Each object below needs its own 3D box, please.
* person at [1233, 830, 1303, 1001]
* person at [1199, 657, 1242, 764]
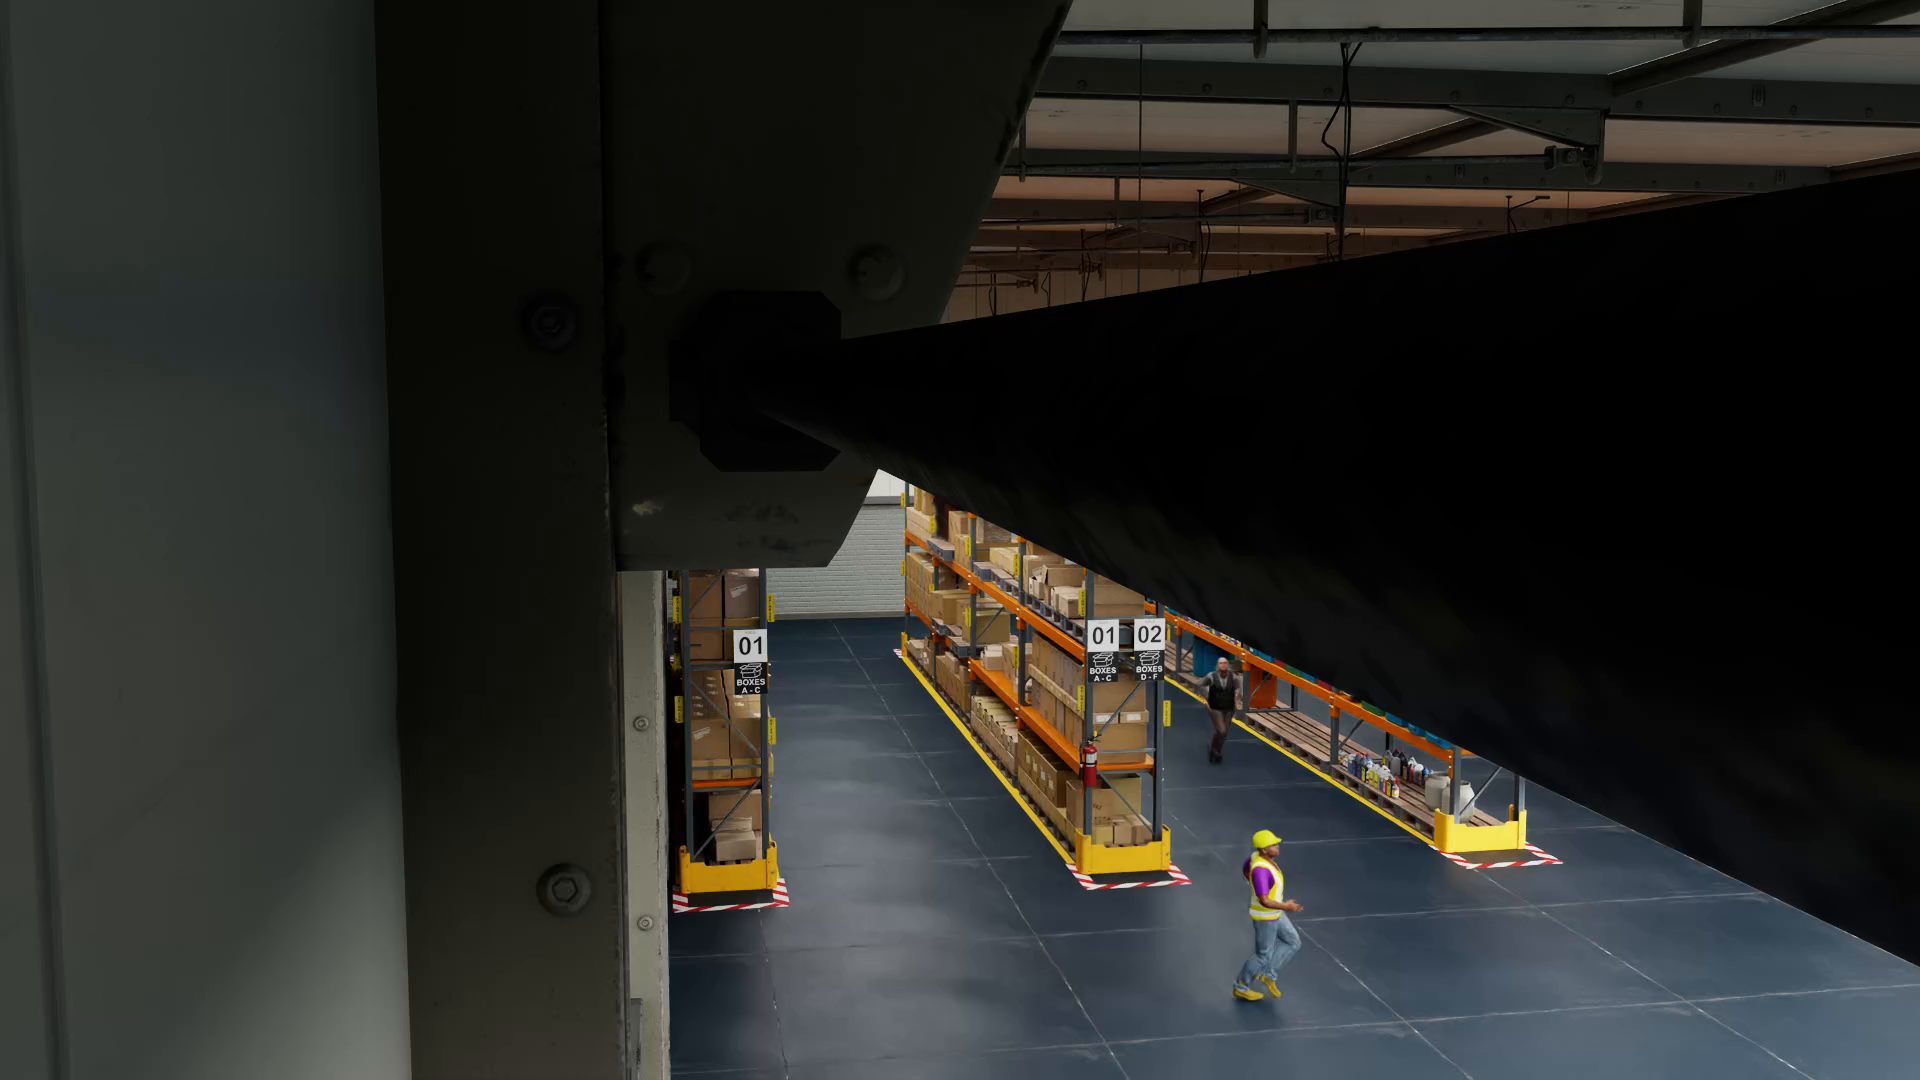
[{"bbox_3d":[3.087,3.746,16.623,0.683,1.746,0.715,2,6,15],"label":"person"},{"bbox_3d":[4.204,2.735,26.585,0.632,1.734,0.698,-1,6,-11],"label":"person"}]
